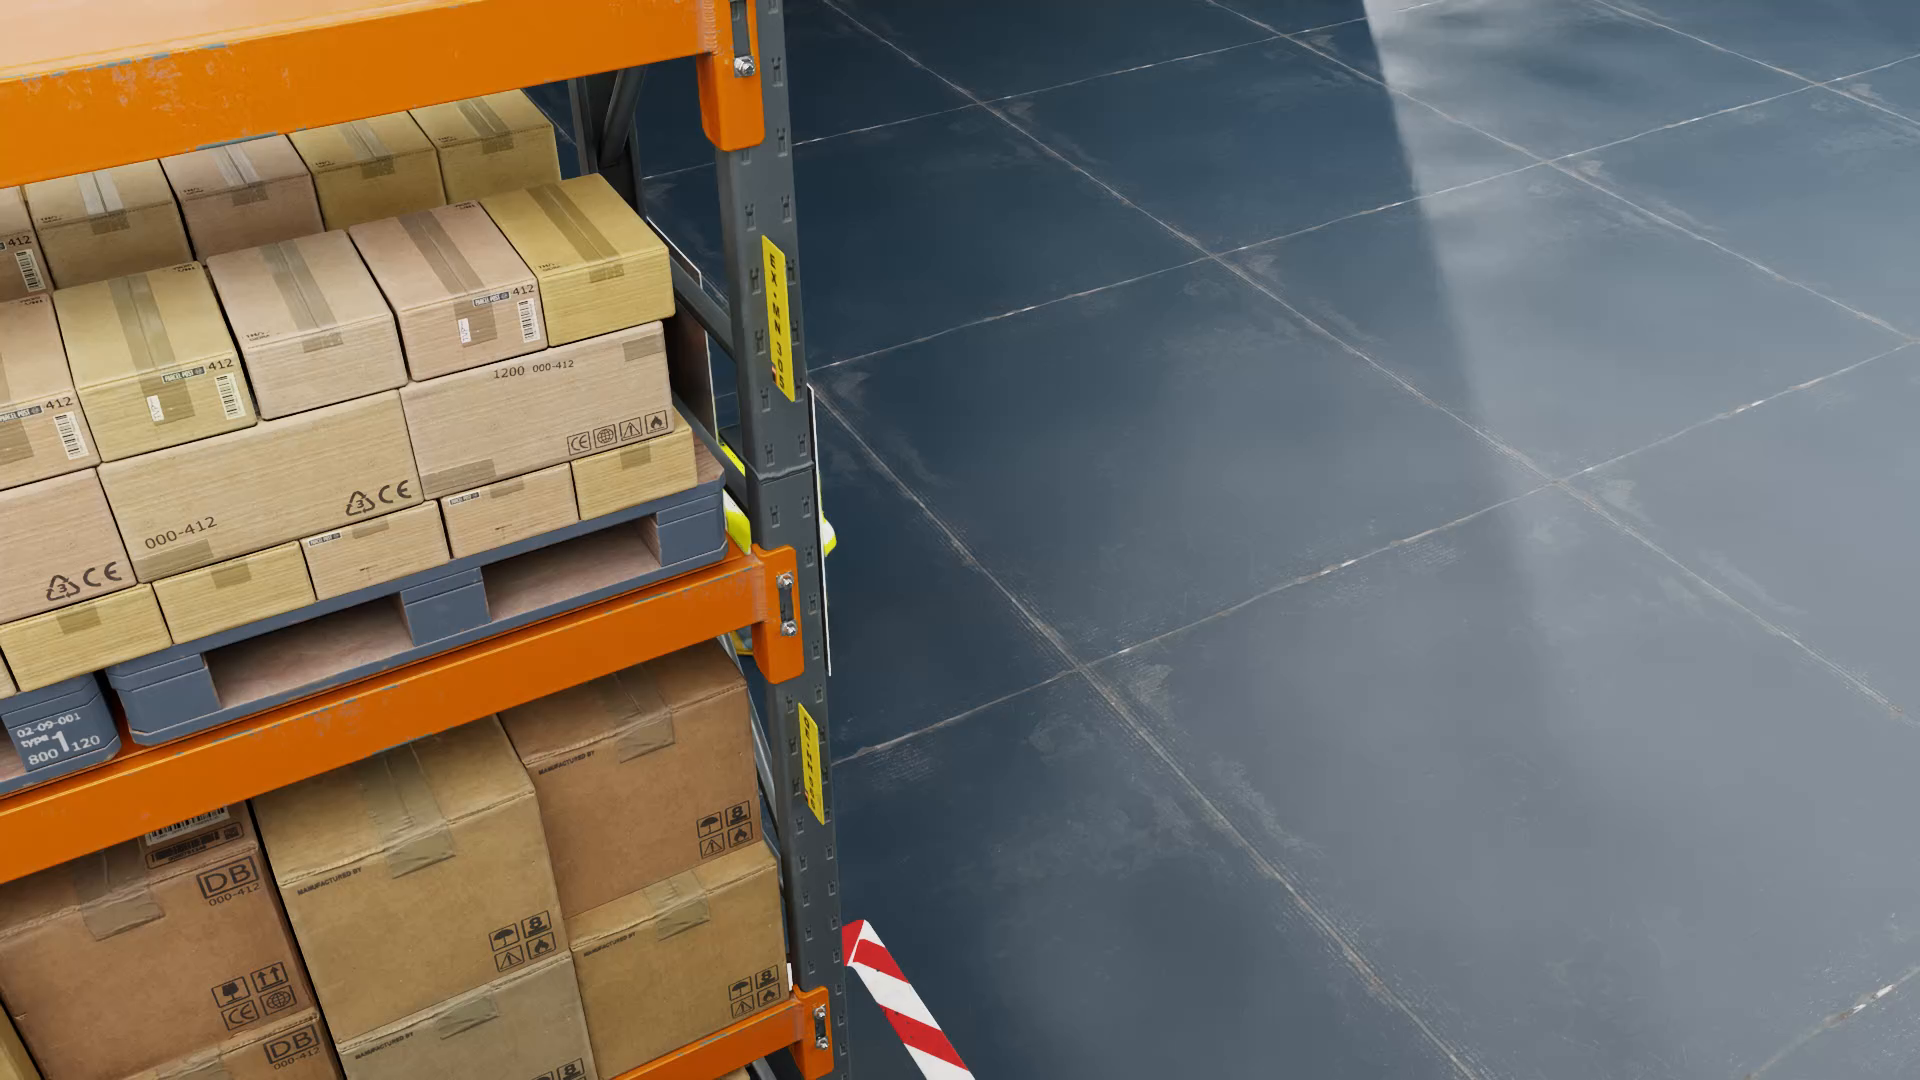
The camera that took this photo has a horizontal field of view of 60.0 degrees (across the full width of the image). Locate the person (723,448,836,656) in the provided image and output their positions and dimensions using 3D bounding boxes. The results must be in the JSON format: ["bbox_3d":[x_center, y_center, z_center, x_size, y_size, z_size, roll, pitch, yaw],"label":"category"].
[{"bbox_3d":[-1.020,0.030,7.501,0.887,1.017,0.584,19,41,24],"label":"person"}]
